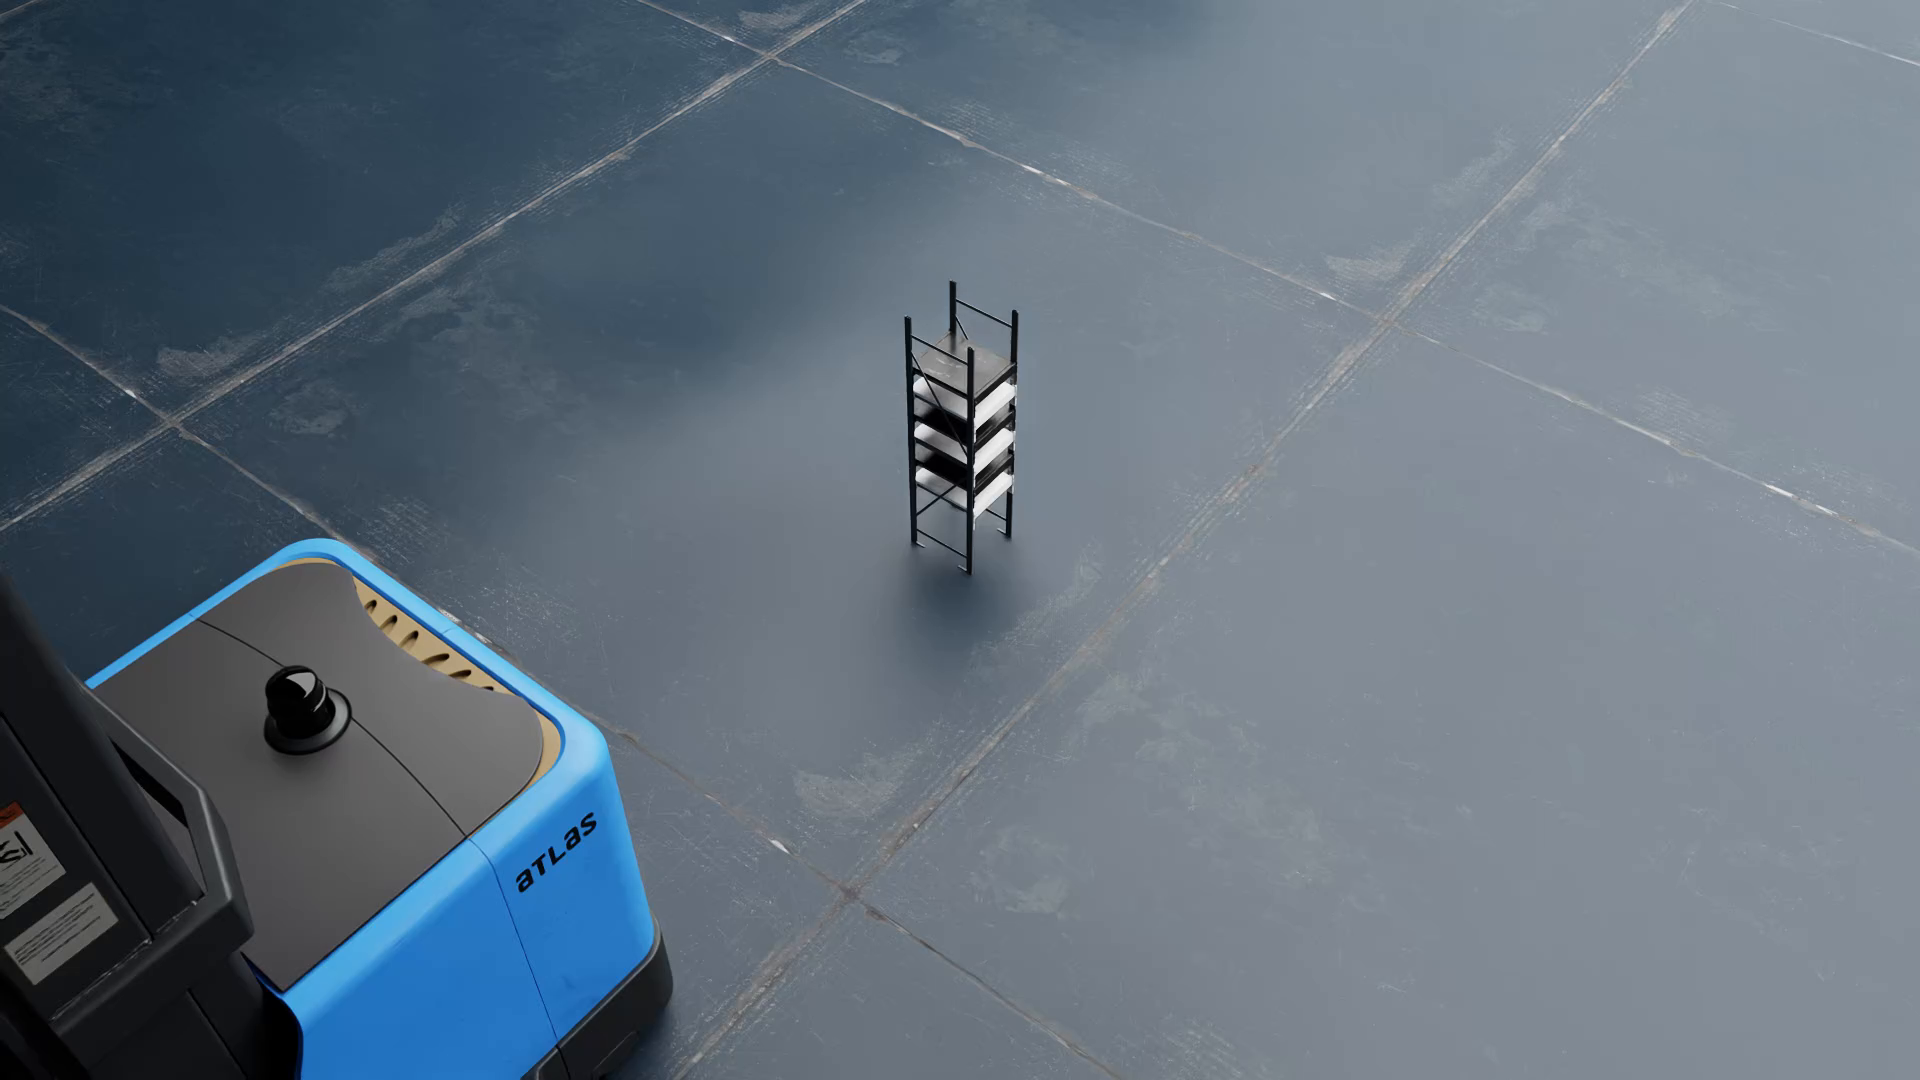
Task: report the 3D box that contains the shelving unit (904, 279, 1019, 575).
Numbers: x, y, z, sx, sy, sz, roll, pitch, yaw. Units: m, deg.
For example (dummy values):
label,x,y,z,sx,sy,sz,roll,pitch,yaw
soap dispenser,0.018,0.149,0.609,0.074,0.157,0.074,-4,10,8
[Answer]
label,x,y,z,sx,sy,sz,roll,pitch,yaw
shelving unit,0.005,-0.315,4.929,0.258,0.900,0.210,29,53,25

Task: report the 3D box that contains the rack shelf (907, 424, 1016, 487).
label,x,y,z,sx,sy,sz,roll,pitch,yaw
rack shelf,0.005,-0.292,4.953,0.258,0.077,0.200,29,53,25

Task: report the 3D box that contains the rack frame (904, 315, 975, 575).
label,x,y,z,sx,sy,sz,roll,pitch,yaw
rack frame,-0.057,-0.257,4.873,0.240,0.900,0.006,29,53,25

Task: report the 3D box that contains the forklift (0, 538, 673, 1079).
label,x,y,z,sx,sy,sz,roll,pitch,yaw
forklift,-2.018,0.750,2.507,1.130,2.935,3.031,30,53,26

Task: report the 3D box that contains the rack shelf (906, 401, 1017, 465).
label,x,y,z,sx,sy,sz,roll,pitch,yaw
rack shelf,0.005,-0.355,4.888,0.258,0.077,0.200,29,53,25

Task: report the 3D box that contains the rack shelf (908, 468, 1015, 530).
label,x,y,z,sx,sy,sz,roll,pitch,yaw
rack shelf,0.005,-0.168,5.083,0.258,0.077,0.200,29,53,25

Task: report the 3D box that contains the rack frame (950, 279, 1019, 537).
label,x,y,z,sx,sy,sz,roll,pitch,yaw
rack frame,0.067,-0.374,4.985,0.240,0.900,0.006,29,53,25

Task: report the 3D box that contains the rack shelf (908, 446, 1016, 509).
label,x,y,z,sx,sy,sz,roll,pitch,yaw
rack shelf,0.005,-0.230,5.018,0.258,0.077,0.200,29,53,25

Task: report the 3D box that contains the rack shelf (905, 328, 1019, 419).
label,x,y,z,sx,sy,sz,roll,pitch,yaw
rack shelf,0.005,-0.479,4.758,0.258,0.077,0.200,29,53,25

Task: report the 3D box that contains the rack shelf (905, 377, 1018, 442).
label,x,y,z,sx,sy,sz,roll,pitch,yaw
rack shelf,0.005,-0.417,4.823,0.258,0.077,0.200,29,53,25
